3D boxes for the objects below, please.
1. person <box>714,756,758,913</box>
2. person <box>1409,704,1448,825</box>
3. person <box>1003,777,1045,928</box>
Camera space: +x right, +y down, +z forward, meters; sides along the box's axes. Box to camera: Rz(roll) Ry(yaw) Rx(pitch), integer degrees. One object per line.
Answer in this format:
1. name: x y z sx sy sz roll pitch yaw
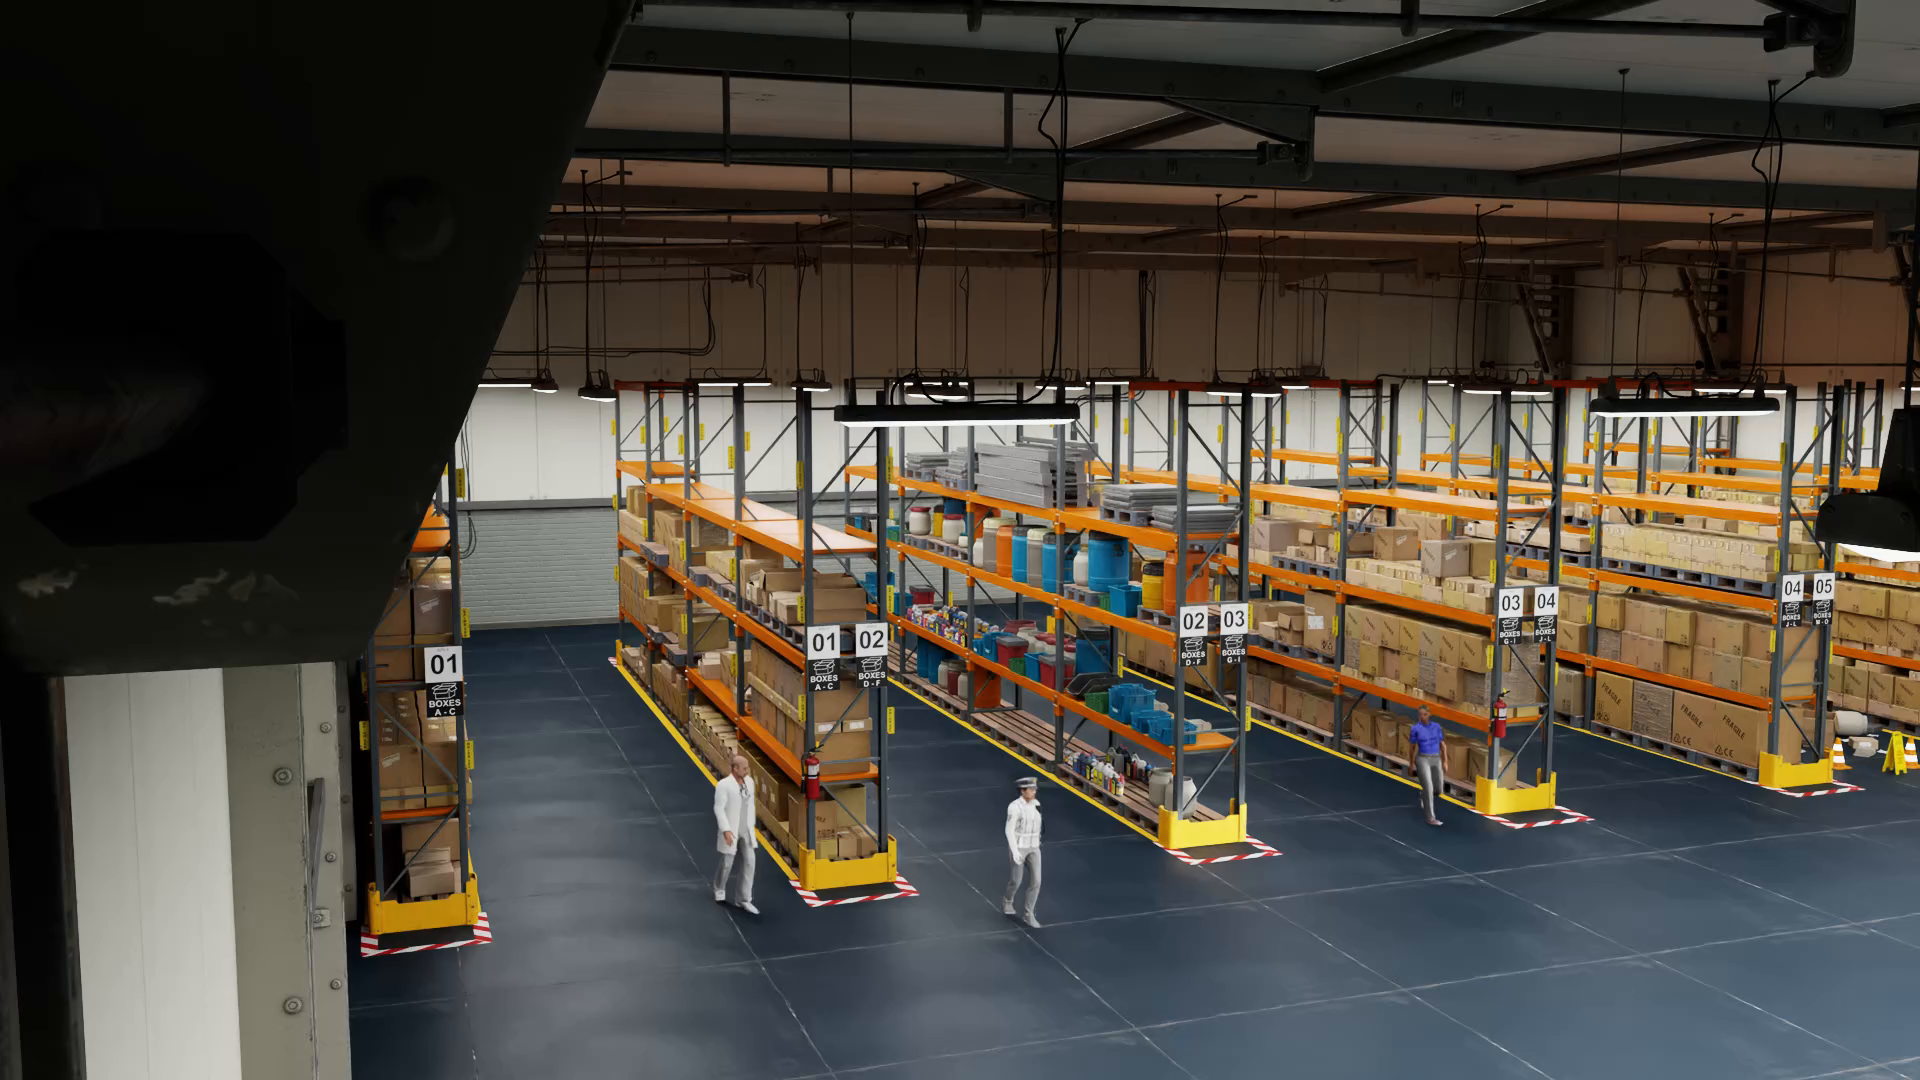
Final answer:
1. person: -2.601 3.422 19.470 0.666 1.790 0.823 -6 8 -44
2. person: 6.504 3.086 23.087 0.460 1.601 0.821 0 6 -5
3. person: 0.740 3.534 18.944 0.565 1.701 0.664 -5 8 -37
